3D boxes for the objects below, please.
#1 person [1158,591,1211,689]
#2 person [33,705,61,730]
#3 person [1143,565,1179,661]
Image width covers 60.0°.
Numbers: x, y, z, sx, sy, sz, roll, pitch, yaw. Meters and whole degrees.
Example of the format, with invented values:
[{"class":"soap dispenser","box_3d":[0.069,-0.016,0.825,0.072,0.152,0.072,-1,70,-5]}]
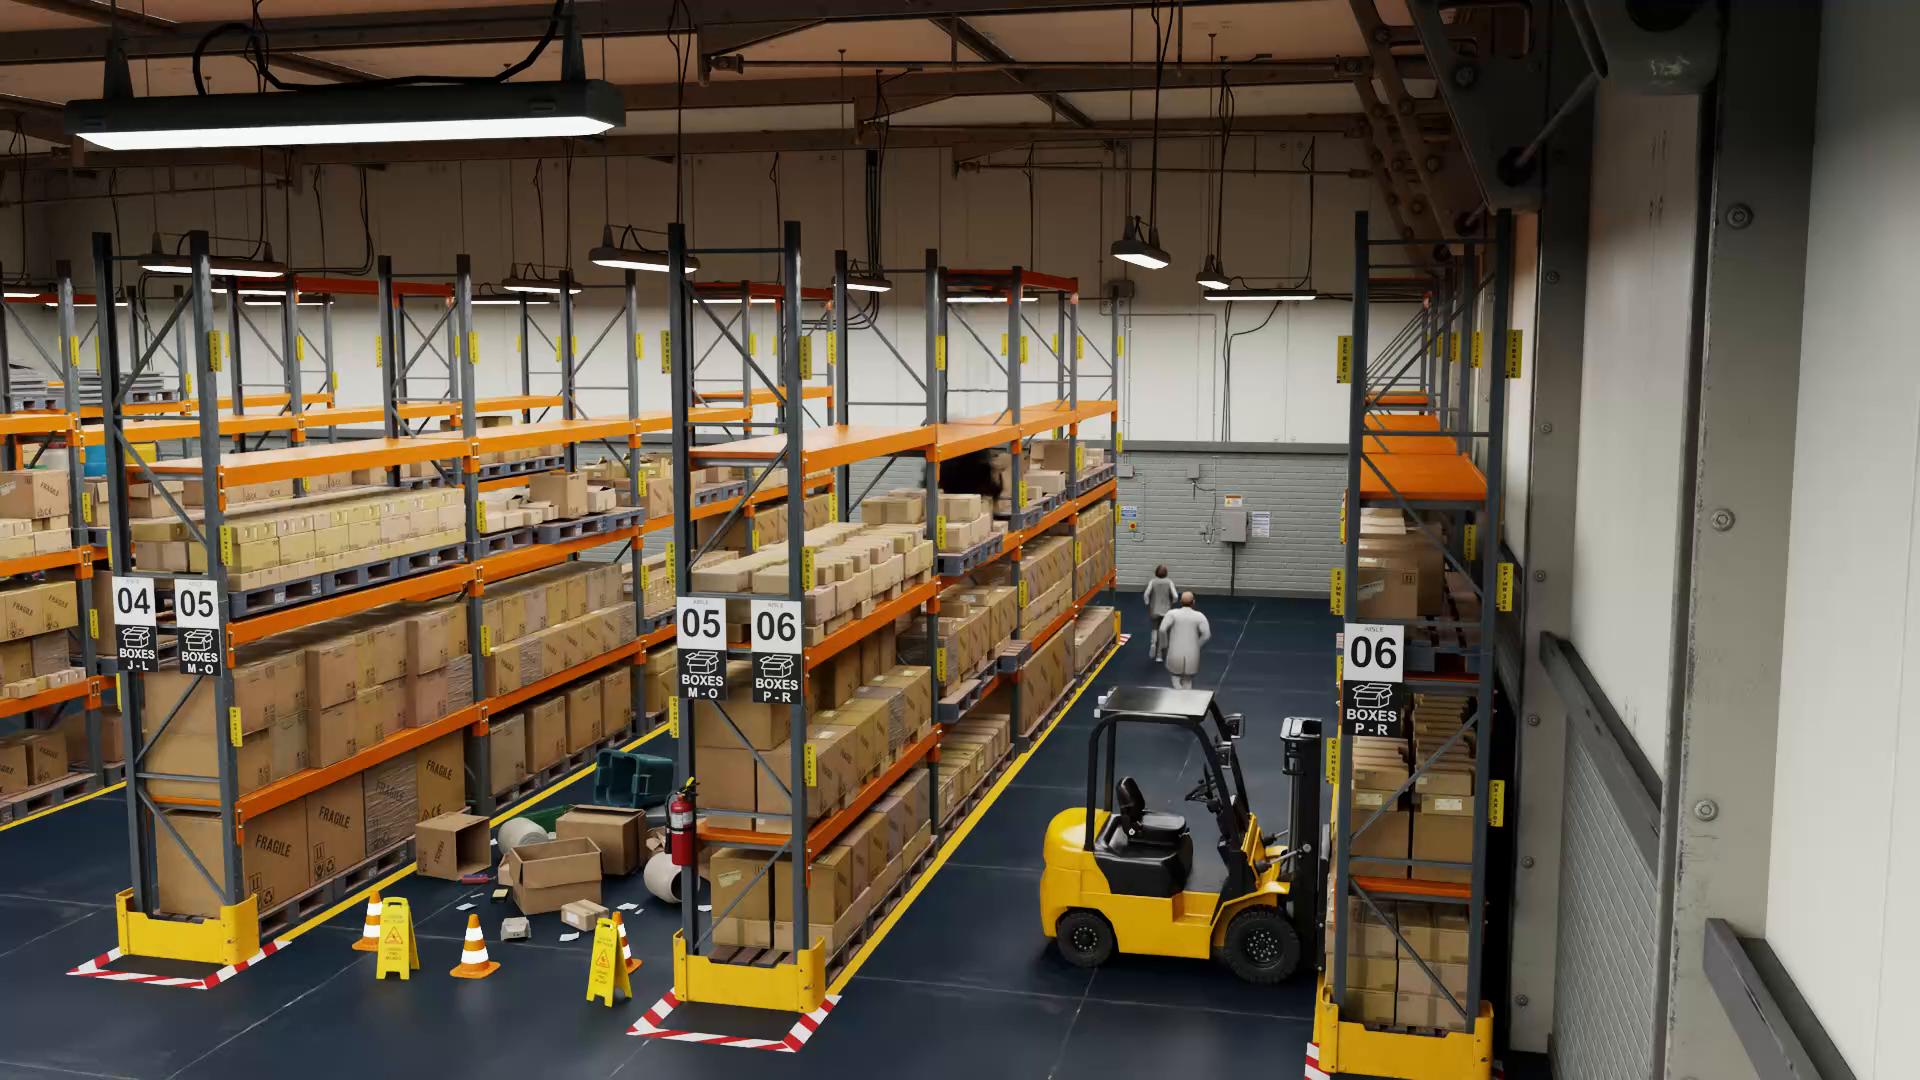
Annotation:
[{"class":"person","box_3d":[3.048,1.555,22.626,0.707,1.739,0.566,1,7,6]},{"class":"person","box_3d":[-11.718,1.769,21.047,0.529,1.696,0.887,2,7,13]},{"class":"person","box_3d":[3.205,1.169,26.519,0.553,1.567,0.534,1,7,12]}]
